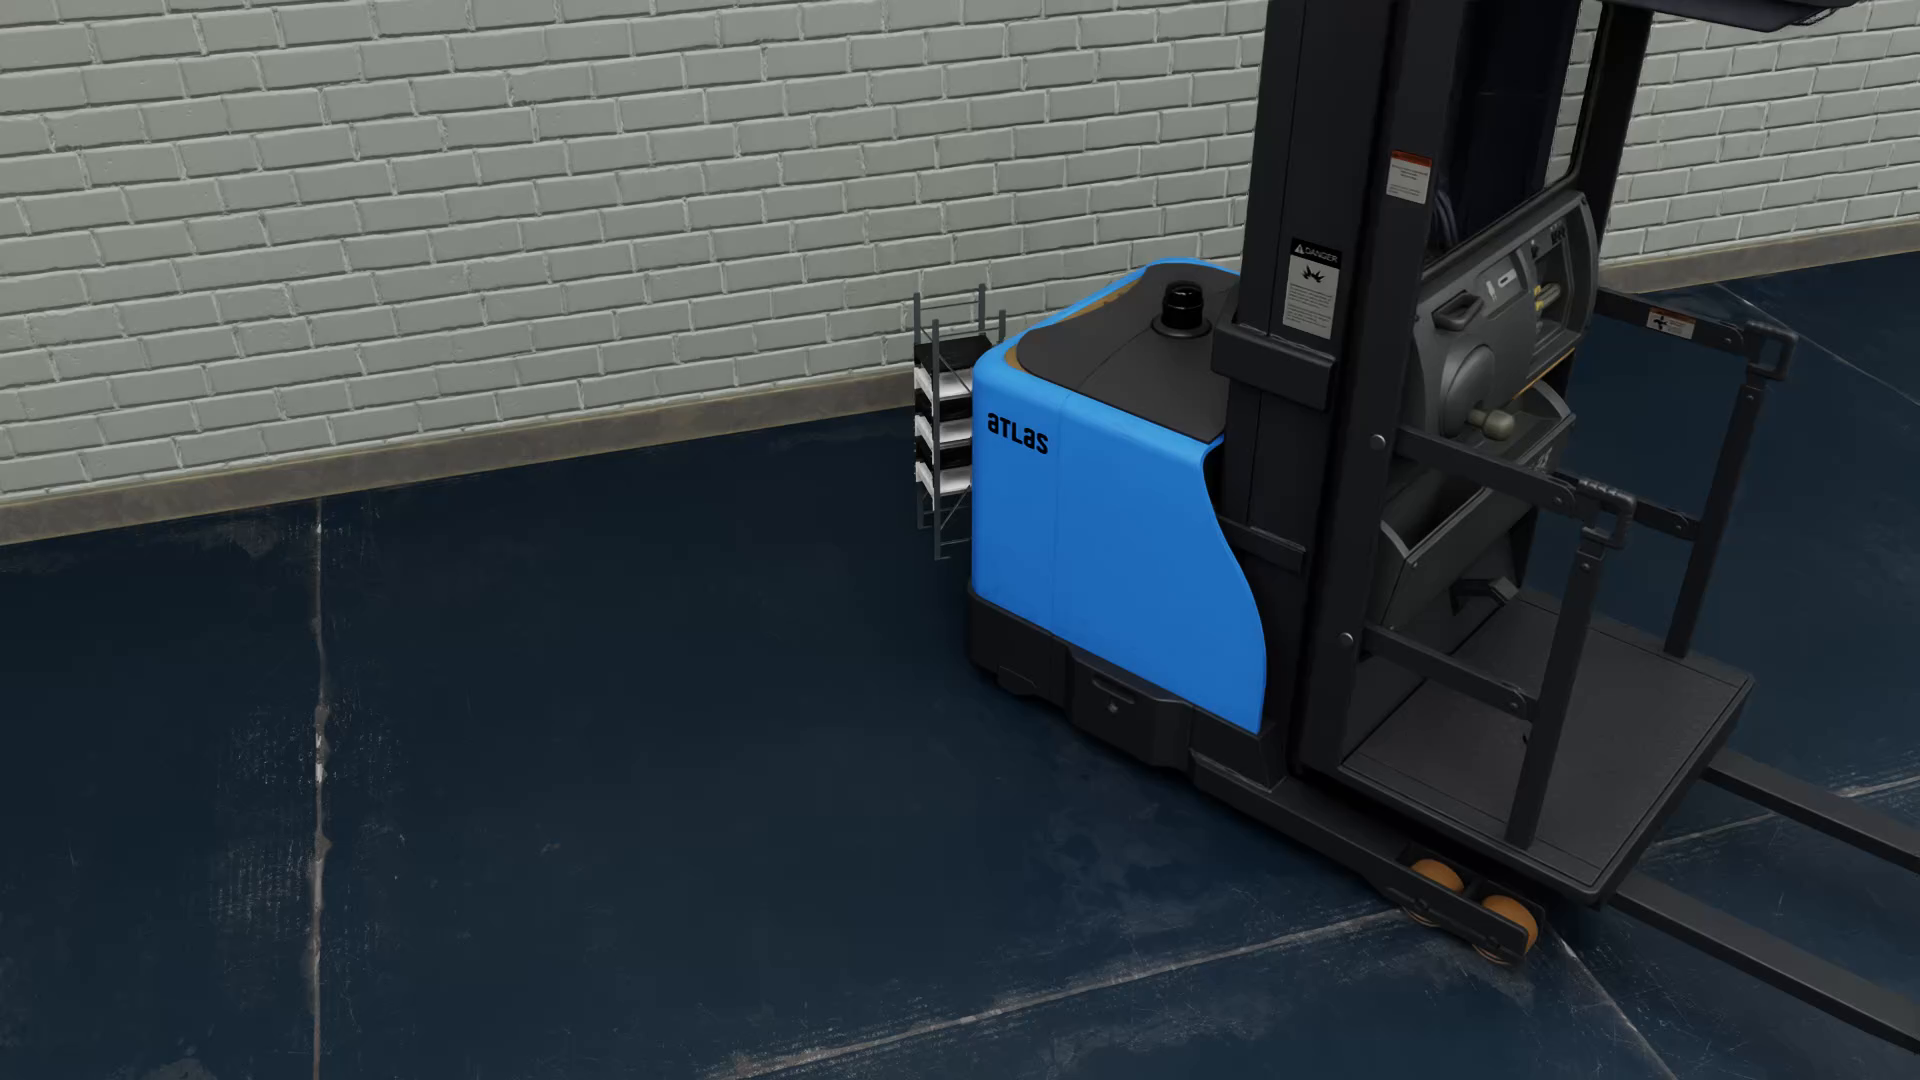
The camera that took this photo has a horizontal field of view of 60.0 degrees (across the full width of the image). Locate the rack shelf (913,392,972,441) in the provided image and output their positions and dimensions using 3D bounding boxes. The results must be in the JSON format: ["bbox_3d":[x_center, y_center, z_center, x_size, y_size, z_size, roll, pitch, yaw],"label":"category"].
[{"bbox_3d":[-0.002,-0.427,5.477,0.258,0.077,0.200,-10,35,-15],"label":"rack shelf"}]

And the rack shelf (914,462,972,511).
[{"bbox_3d":[-0.002,-0.202,5.626,0.258,0.077,0.200,-10,35,-15],"label":"rack shelf"}]

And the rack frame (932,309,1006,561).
[{"bbox_3d":[0.029,-0.326,5.428,0.240,0.900,0.006,-10,35,-15],"label":"rack frame"}]

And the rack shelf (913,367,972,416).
[{"bbox_3d":[-0.002,-0.502,5.428,0.258,0.077,0.200,-10,35,-15],"label":"rack shelf"}]

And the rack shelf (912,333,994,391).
[{"bbox_3d":[-0.002,-0.577,5.378,0.258,0.077,0.200,-10,35,-15],"label":"rack shelf"}]

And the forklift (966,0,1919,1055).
[{"bbox_3d":[1.463,-0.497,3.843,3.031,2.935,1.130,25,41,33],"label":"forklift"}]

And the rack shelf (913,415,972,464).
[{"bbox_3d":[-0.002,-0.352,5.527,0.258,0.077,0.200,-10,35,-15],"label":"rack shelf"}]

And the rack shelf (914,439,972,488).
[{"bbox_3d":[-0.002,-0.277,5.576,0.258,0.077,0.200,-10,35,-15],"label":"rack shelf"}]

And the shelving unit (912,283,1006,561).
[{"bbox_3d":[-0.002,-0.380,5.508,0.258,0.900,0.210,-10,35,-15],"label":"shelving unit"}]

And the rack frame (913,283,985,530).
[{"bbox_3d":[-0.033,-0.433,5.589,0.240,0.900,0.006,-10,35,-15],"label":"rack frame"}]
